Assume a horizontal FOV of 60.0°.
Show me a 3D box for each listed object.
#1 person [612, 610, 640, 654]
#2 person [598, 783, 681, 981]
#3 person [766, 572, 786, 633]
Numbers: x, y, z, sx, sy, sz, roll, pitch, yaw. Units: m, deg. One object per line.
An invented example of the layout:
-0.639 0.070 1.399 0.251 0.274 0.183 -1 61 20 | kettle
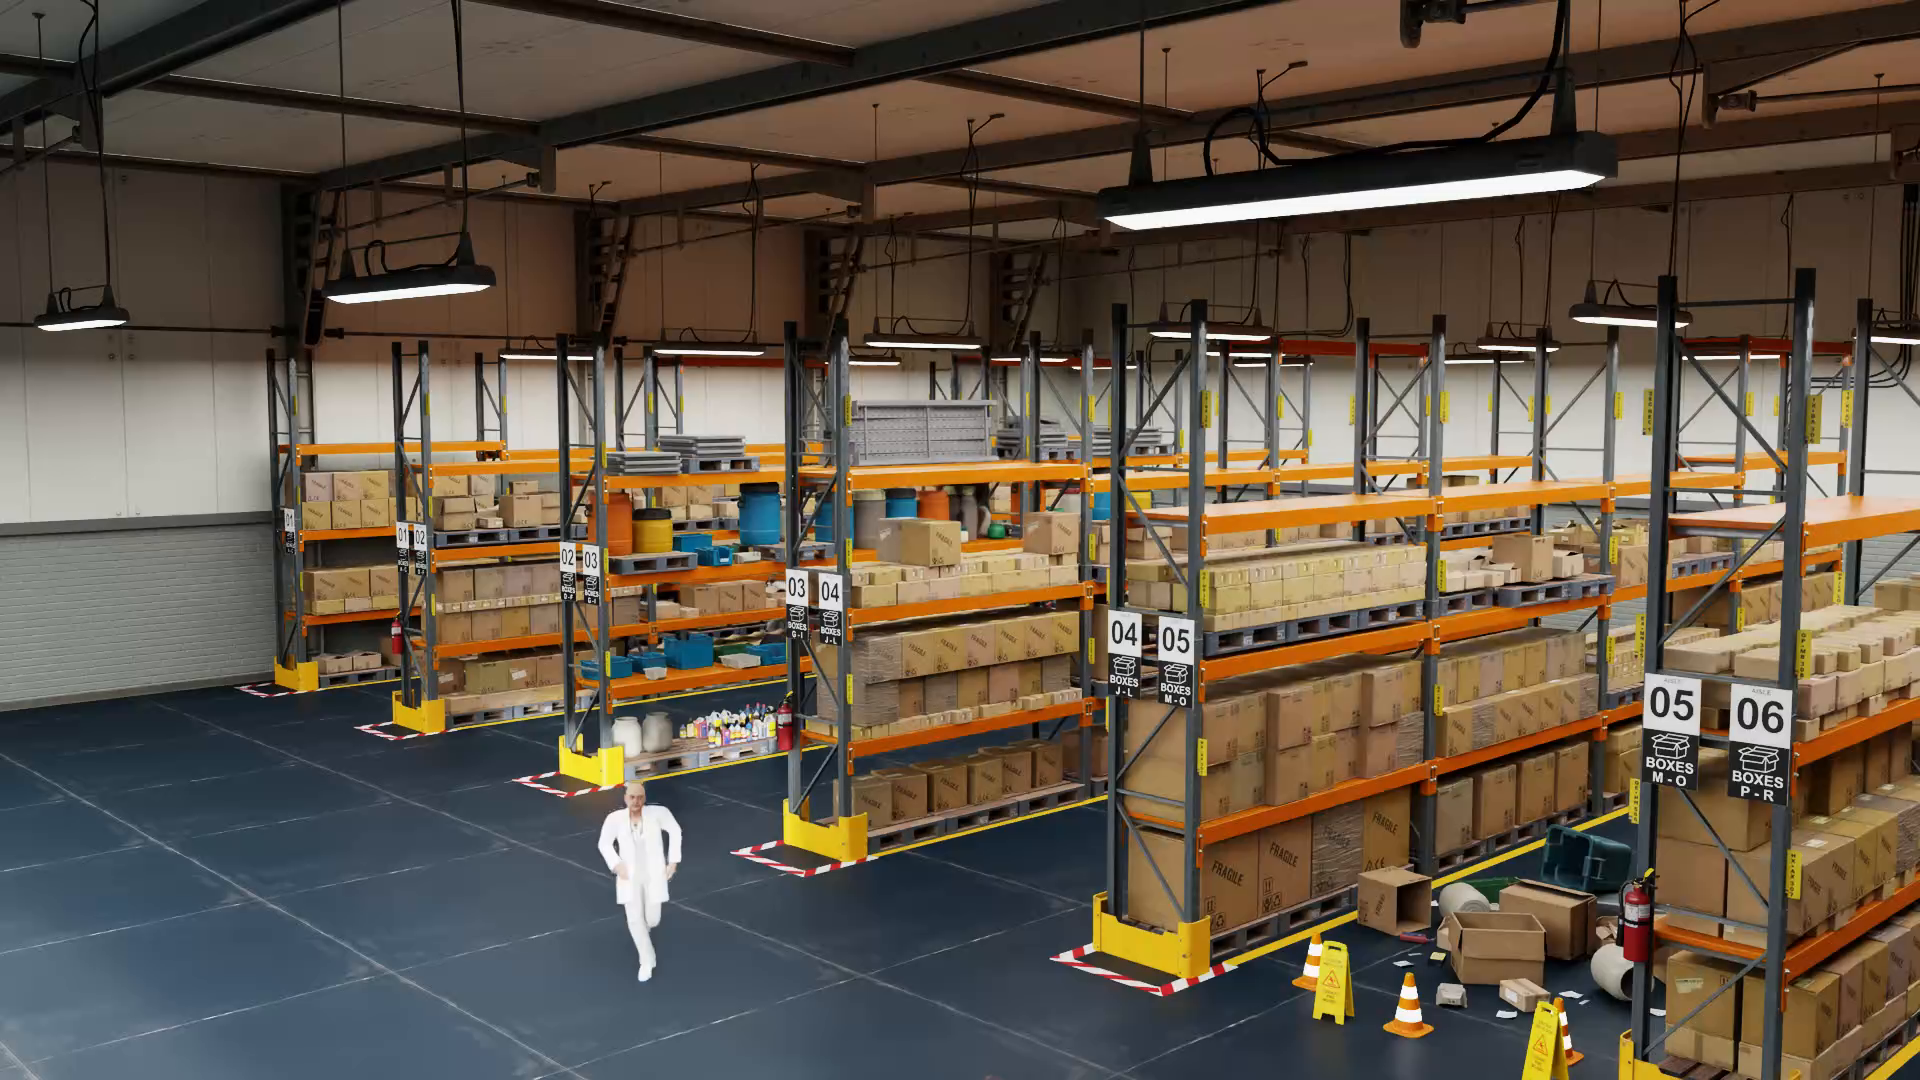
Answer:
-6.301 1.655 30.899 0.607 1.632 0.941 4 7 40 | person
-2.890 3.025 15.041 0.738 1.747 0.775 -1 5 -11 | person
-3.658 1.465 32.755 0.795 1.847 0.640 -4 7 -42 | person
